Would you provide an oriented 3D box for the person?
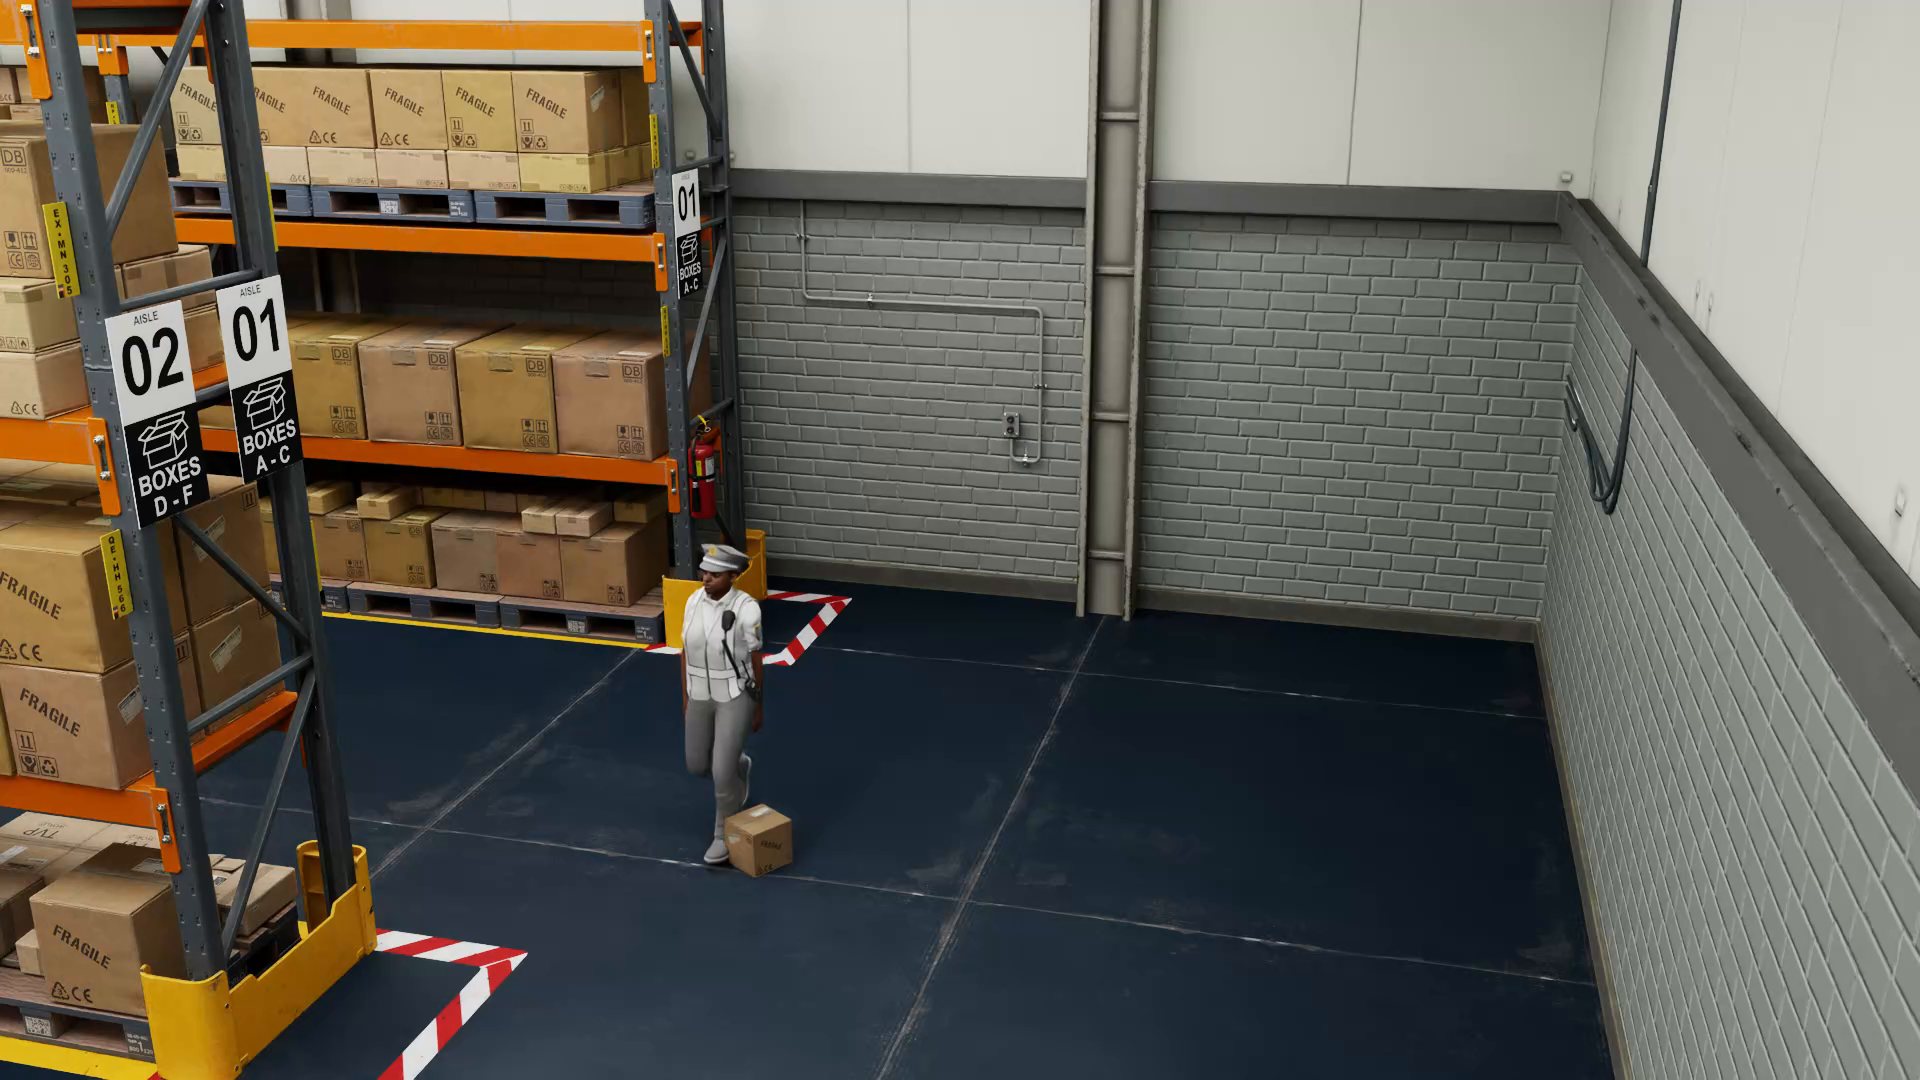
[{"bbox_3d":[-6.929,1.415,6.474,9.438,1.806,9.065,7,20,20],"label":"person"}]
